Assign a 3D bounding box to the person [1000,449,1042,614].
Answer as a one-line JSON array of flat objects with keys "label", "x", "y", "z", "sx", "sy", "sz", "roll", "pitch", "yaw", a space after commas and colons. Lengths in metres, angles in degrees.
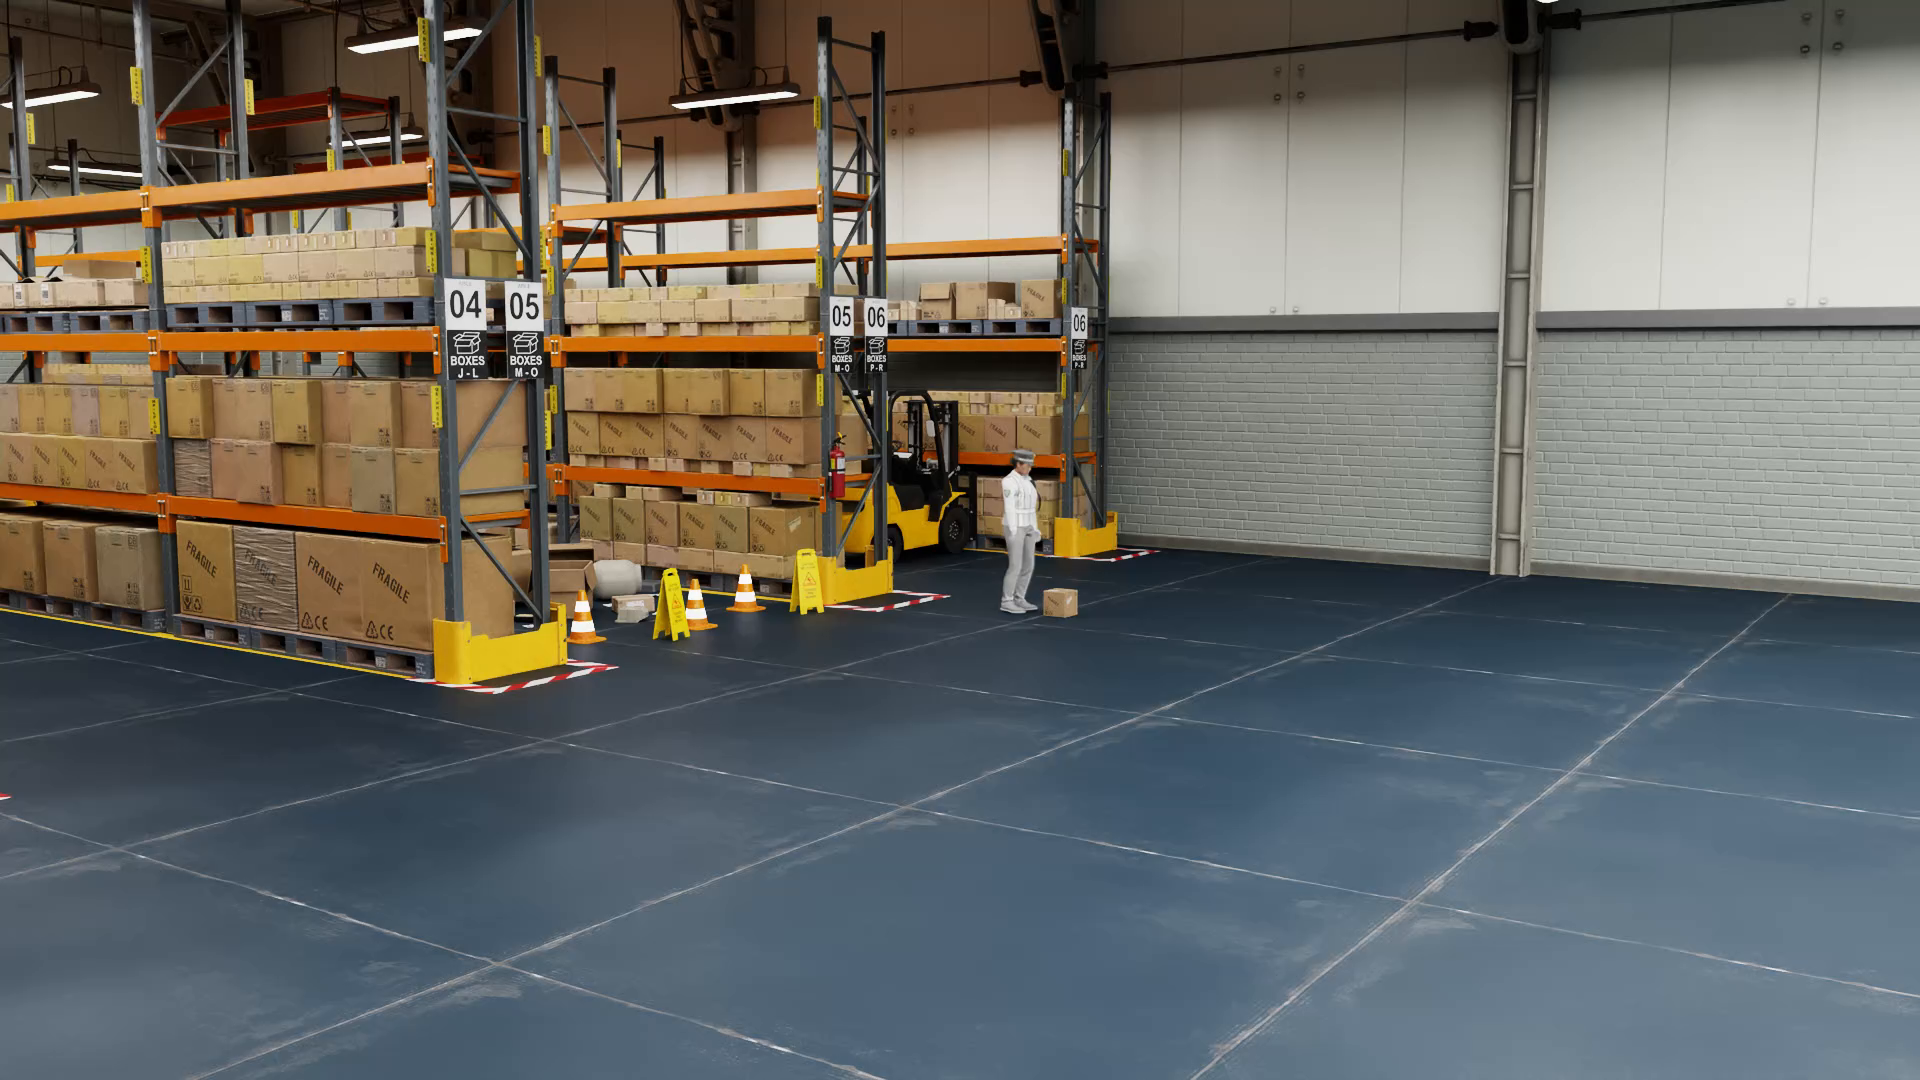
[{"label": "person", "x": 0.619, "y": -0.096, "z": 16.911, "sx": 0.327, "sy": 1.661, "sz": 0.474, "roll": 4, "pitch": 8, "yaw": 35}]
